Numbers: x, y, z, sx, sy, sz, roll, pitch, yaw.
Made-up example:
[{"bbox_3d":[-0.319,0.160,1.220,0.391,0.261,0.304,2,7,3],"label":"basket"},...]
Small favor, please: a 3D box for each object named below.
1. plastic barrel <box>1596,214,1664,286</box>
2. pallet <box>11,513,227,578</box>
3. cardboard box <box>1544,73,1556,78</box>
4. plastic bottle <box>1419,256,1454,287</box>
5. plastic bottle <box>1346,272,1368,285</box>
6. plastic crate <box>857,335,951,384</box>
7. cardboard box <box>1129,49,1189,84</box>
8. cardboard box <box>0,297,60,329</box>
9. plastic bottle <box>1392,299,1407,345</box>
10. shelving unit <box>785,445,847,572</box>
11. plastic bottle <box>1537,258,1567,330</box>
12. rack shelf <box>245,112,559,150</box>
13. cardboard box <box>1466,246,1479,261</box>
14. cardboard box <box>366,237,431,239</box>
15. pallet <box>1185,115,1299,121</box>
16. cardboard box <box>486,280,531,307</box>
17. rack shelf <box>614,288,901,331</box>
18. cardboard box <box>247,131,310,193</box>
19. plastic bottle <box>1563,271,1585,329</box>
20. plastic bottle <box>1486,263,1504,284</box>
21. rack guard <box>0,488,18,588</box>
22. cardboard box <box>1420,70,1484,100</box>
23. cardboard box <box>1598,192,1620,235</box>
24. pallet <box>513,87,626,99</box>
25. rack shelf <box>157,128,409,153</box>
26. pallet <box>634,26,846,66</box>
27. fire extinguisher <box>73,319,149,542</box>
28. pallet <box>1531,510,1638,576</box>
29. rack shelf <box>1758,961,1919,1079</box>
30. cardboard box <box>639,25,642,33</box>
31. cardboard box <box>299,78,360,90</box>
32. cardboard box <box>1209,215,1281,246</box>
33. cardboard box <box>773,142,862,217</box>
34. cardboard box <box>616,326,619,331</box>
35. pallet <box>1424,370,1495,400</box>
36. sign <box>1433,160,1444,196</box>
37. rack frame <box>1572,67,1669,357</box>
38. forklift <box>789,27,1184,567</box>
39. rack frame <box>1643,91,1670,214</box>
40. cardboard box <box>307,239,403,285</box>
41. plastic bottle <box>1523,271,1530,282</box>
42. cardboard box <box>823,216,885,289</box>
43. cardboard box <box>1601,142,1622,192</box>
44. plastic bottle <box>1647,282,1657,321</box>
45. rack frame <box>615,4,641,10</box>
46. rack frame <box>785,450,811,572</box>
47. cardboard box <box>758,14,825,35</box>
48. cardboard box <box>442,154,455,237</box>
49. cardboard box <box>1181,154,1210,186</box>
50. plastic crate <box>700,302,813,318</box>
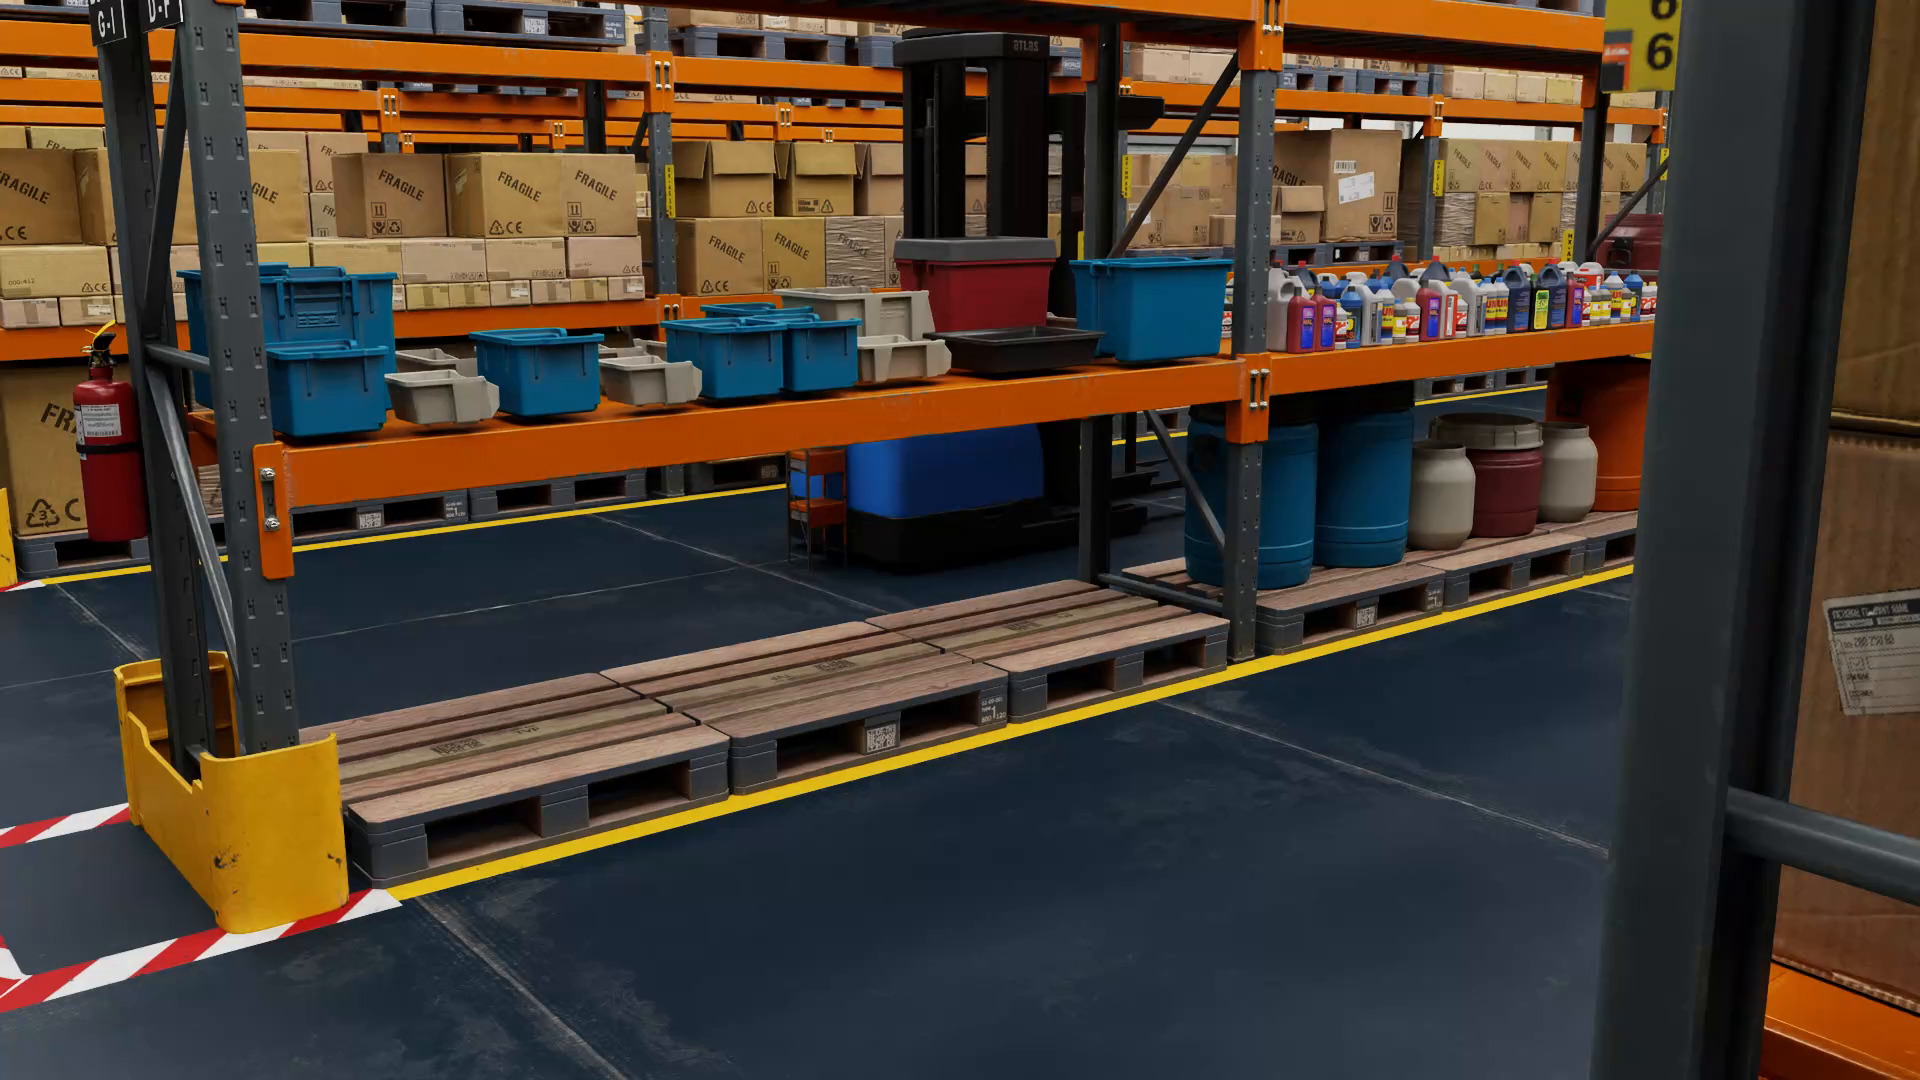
[{"bbox_3d":[4.213,-1.719,10.176,0.708,0.536,0.600,-9,15,-38],"label":"plastic barrel"},{"bbox_3d":[-4.725,-0.061,9.408,1.213,0.211,1.003,-9,15,-38],"label":"pallet"},{"bbox_3d":[5.690,-4.661,16.538,0.250,0.149,0.380,-9,15,-36],"label":"cardboard box"},{"bbox_3d":[2.490,-1.308,8.687,0.185,0.351,0.144,-9,15,-38],"label":"plastic bottle"},{"bbox_3d":[1.988,-1.228,8.487,0.135,0.276,0.152,-9,15,-38],"label":"plastic bottle"},{"bbox_3d":[-0.255,-0.650,5.959,0.466,0.136,0.293,-9,15,-38],"label":"plastic crate"},{"bbox_3d":[1.472,-3.760,13.255,0.500,0.250,0.500,-9,15,-37],"label":"cardboard box"},{"bbox_3d":[-4.817,-1.178,8.561,0.250,0.149,0.380,-9,15,-37],"label":"cardboard box"},{"bbox_3d":[1.986,-0.996,7.577,0.097,0.201,0.097,0,12,0],"label":"plastic bottle"},{"bbox_3d":[-0.769,-0.376,8.870,0.252,1.050,0.215,-10,16,-40],"label":"shelving unit"},{"bbox_3d":[2.948,-1.235,8.344,0.185,0.351,0.144,-9,15,-38],"label":"plastic bottle"},{"bbox_3d":[-6.806,-4.810,19.569,4.000,0.370,1.077,-9,15,-38],"label":"rack shelf"},{"bbox_3d":[4.807,-2.789,16.147,0.250,0.149,0.380,-9,15,-38],"label":"cardboard box"},{"bbox_3d":[-3.500,-1.749,10.291,0.500,0.250,0.500,-9,15,-36],"label":"cardboard box"},{"bbox_3d":[3.601,-5.528,21.434,1.213,0.211,1.003,-9,15,-38],"label":"pallet"},{"bbox_3d":[-2.813,-1.512,10.133,0.250,0.149,0.380,-9,15,-37],"label":"cardboard box"},{"bbox_3d":[-0.616,-1.735,12.311,4.000,0.370,1.077,-9,15,-38],"label":"rack shelf"},{"bbox_3d":[-5.795,-3.156,13.906,0.500,0.500,0.500,-10,16,-39],"label":"cardboard box"},{"bbox_3d":[3.098,-1.216,8.416,0.133,0.283,0.061,-9,15,-38],"label":"plastic bottle"},{"bbox_3d":[3.006,-1.413,9.340,0.133,0.283,0.061,-9,15,-38],"label":"plastic bottle"},{"bbox_3d":[-5.319,-0.083,8.815,0.348,0.500,1.175,-9,15,-38],"label":"rack guard"},{"bbox_3d":[4.581,-4.277,15.686,0.500,0.250,0.500,-10,16,-40],"label":"cardboard box"},{"bbox_3d":[6.431,-3.428,17.594,0.500,0.500,0.875,-9,15,-38],"label":"cardboard box"},{"bbox_3d":[-3.840,-4.219,15.505,1.003,0.211,1.213,-9,15,-38],"label":"pallet"},{"bbox_3d":[-9.910,-5.614,23.358,4.000,0.370,1.077,-9,15,-38],"label":"rack shelf"},{"bbox_3d":[-1.492,-3.328,11.321,1.217,0.209,0.805,-10,16,-40],"label":"pallet"},{"bbox_3d":[-2.608,-0.339,5.088,0.183,0.674,0.296,-9,15,-38],"label":"fire extinguisher"},{"bbox_3d":[3.451,-0.070,9.451,1.213,0.211,1.003,-9,15,-38],"label":"pallet"},{"bbox_3d":[2.447,0.391,2.298,4.000,0.370,1.077,-9,15,-38],"label":"rack shelf"},{"bbox_3d":[-3.139,-4.941,16.370,0.258,0.266,0.396,-9,15,-38],"label":"cardboard box"},{"bbox_3d":[-5.411,-3.932,14.062,0.500,0.250,0.500,-9,15,-36],"label":"cardboard box"},{"bbox_3d":[2.399,-2.659,14.279,0.500,0.250,0.500,-10,16,-39],"label":"cardboard box"},{"bbox_3d":[-1.140,-2.539,11.707,0.637,0.503,0.797,-9,15,-37],"label":"cardboard box"},{"bbox_3d":[-3.235,-1.881,16.273,0.500,0.500,0.500,-10,16,-40],"label":"cardboard box"},{"bbox_3d":[4.572,-1.595,16.630,1.213,0.211,1.003,-9,15,-38],"label":"pallet"},{"bbox_3d":[4.419,-3.343,15.361,0.005,0.325,0.100,-9,15,-38],"label":"sign"},{"bbox_3d":[4.040,-1.543,9.675,0.127,3.000,1.000,-9,15,-38],"label":"rack frame"},{"bbox_3d":[0.476,-1.519,9.727,3.031,2.935,1.130,-10,16,-40],"label":"forklift"},{"bbox_3d":[7.193,-3.385,18.347,0.127,3.000,1.000,-9,15,-38],"label":"rack frame"},{"bbox_3d":[-3.557,-1.601,9.592,0.500,0.250,0.500,-10,15,-39],"label":"cardboard box"},{"bbox_3d":[2.864,-1.216,8.413,0.133,0.283,0.061,-9,15,-38],"label":"plastic bottle"},{"bbox_3d":[-0.879,-2.026,11.707,0.500,0.500,0.500,-10,15,-39],"label":"cardboard box"},{"bbox_3d":[6.531,-3.891,17.367,0.500,0.500,0.500,-9,15,-38],"label":"cardboard box"},{"bbox_3d":[3.709,-1.283,8.925,0.097,0.201,0.097,0,12,0],"label":"plastic bottle"},{"bbox_3d":[-5.225,-8.212,26.639,0.127,3.000,1.000,-9,15,-38],"label":"rack frame"},{"bbox_3d":[-0.861,-0.359,8.792,0.008,1.050,0.200,-10,16,-40],"label":"rack frame"},{"bbox_3d":[-1.264,-3.585,11.270,0.500,0.311,0.500,-10,16,-40],"label":"cardboard box"},{"bbox_3d":[-3.100,-2.183,10.529,0.500,0.500,0.500,-9,15,-38],"label":"cardboard box"},{"bbox_3d":[2.633,-4.535,20.805,0.500,0.550,0.875,-9,15,-38],"label":"cardboard box"},{"bbox_3d":[-0.763,-0.761,6.249,0.300,0.233,0.416,-9,15,-38],"label":"plastic crate"}]
